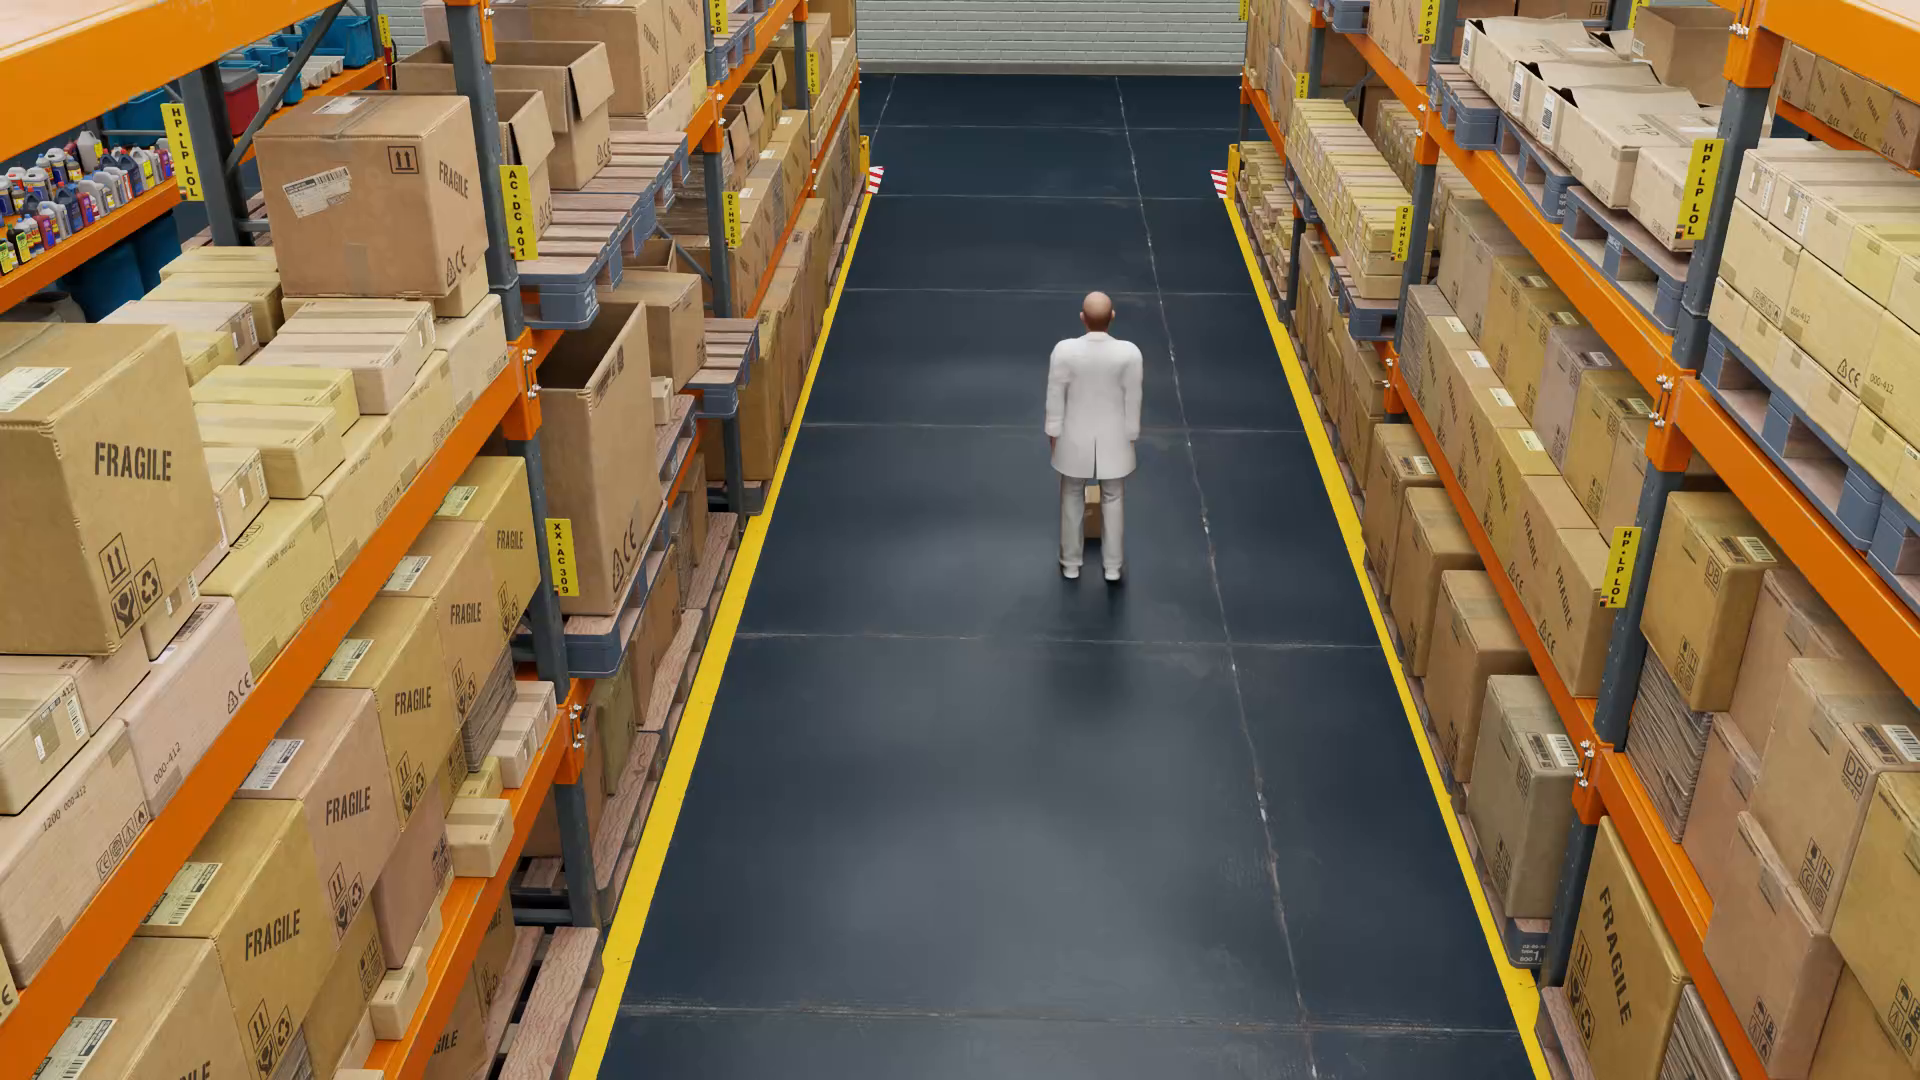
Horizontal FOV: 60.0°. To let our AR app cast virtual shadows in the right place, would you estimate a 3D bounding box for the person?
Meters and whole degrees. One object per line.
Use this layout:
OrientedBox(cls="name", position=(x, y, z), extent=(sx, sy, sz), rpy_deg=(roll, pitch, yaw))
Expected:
OrientedBox(cls="person", position=(0.779, -0.618, 9.830), extent=(0.562, 1.779, 0.388), rpy_deg=(2, 28, 3))
